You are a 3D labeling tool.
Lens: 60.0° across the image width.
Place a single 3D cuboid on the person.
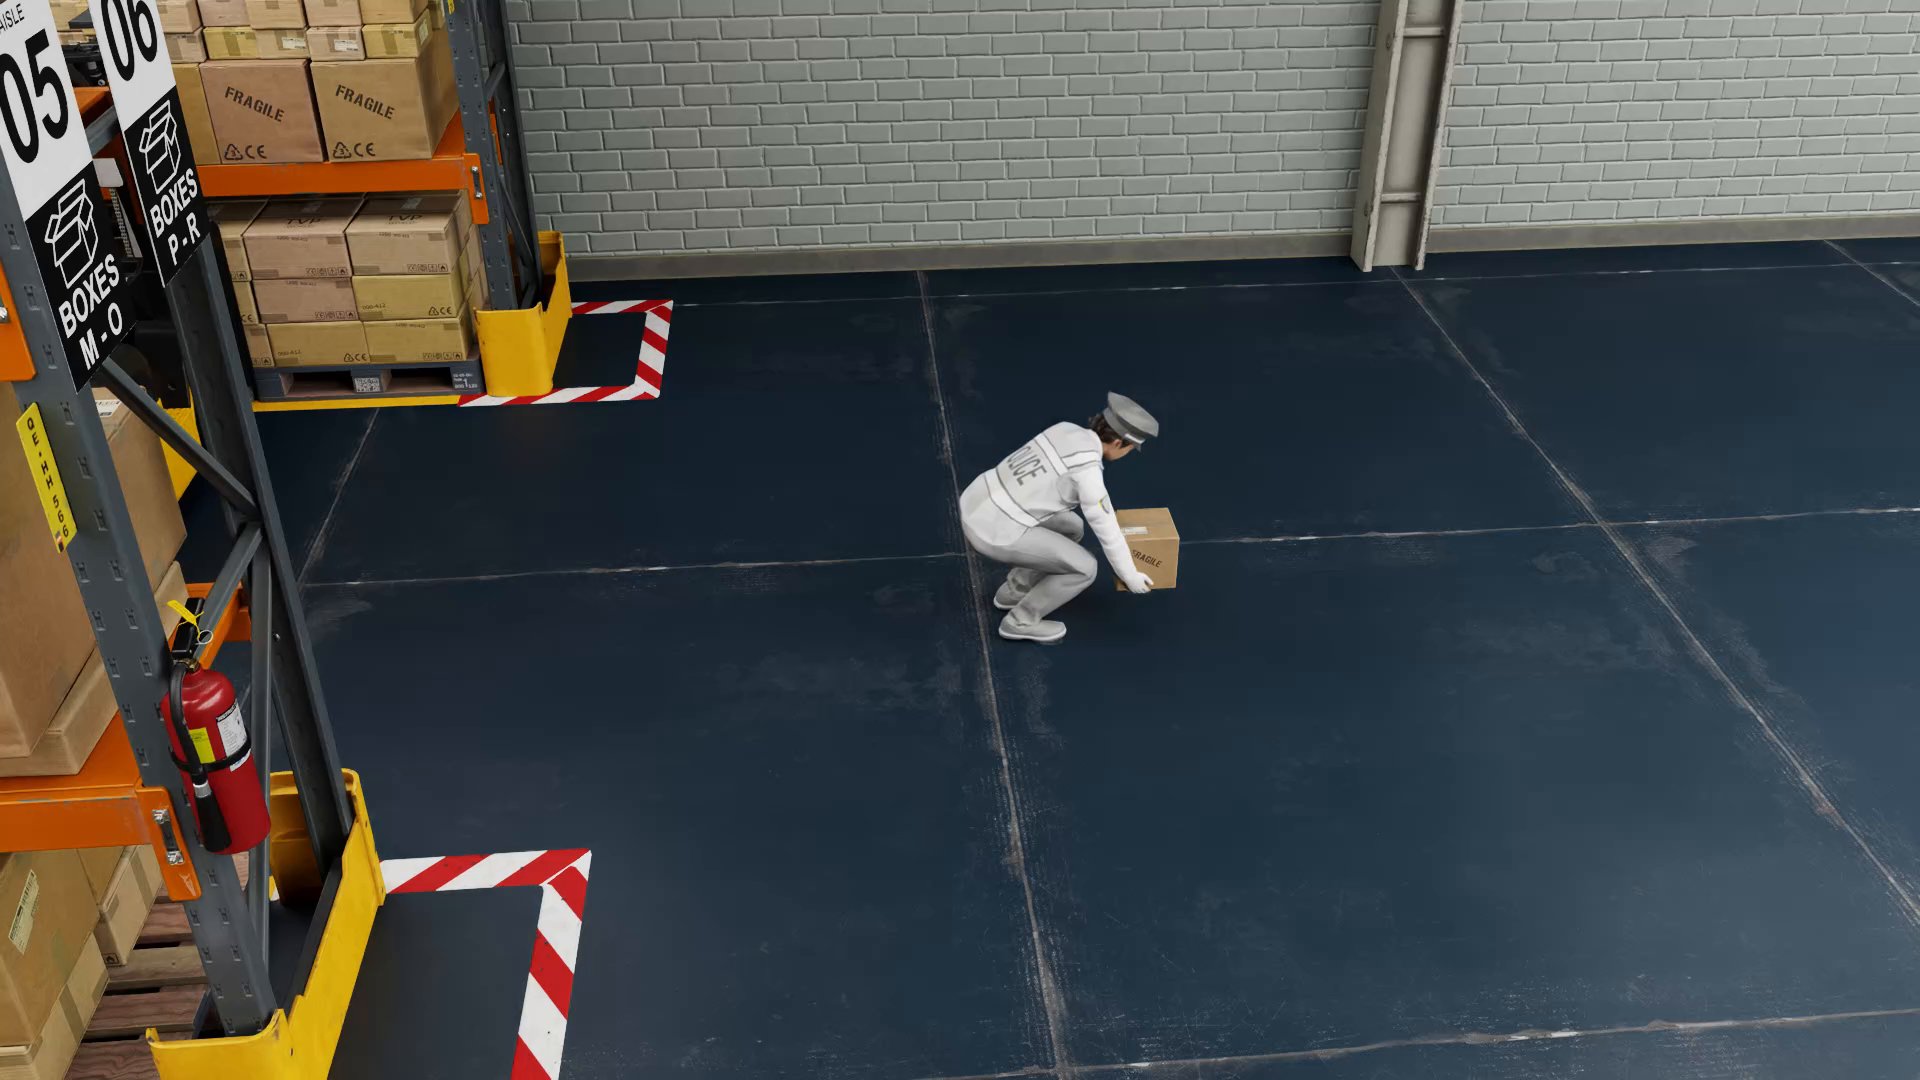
[{"bbox_3d":[0.408,-0.112,6.945,0.820,1.019,0.494,-3,31,-5],"label":"person"}]
